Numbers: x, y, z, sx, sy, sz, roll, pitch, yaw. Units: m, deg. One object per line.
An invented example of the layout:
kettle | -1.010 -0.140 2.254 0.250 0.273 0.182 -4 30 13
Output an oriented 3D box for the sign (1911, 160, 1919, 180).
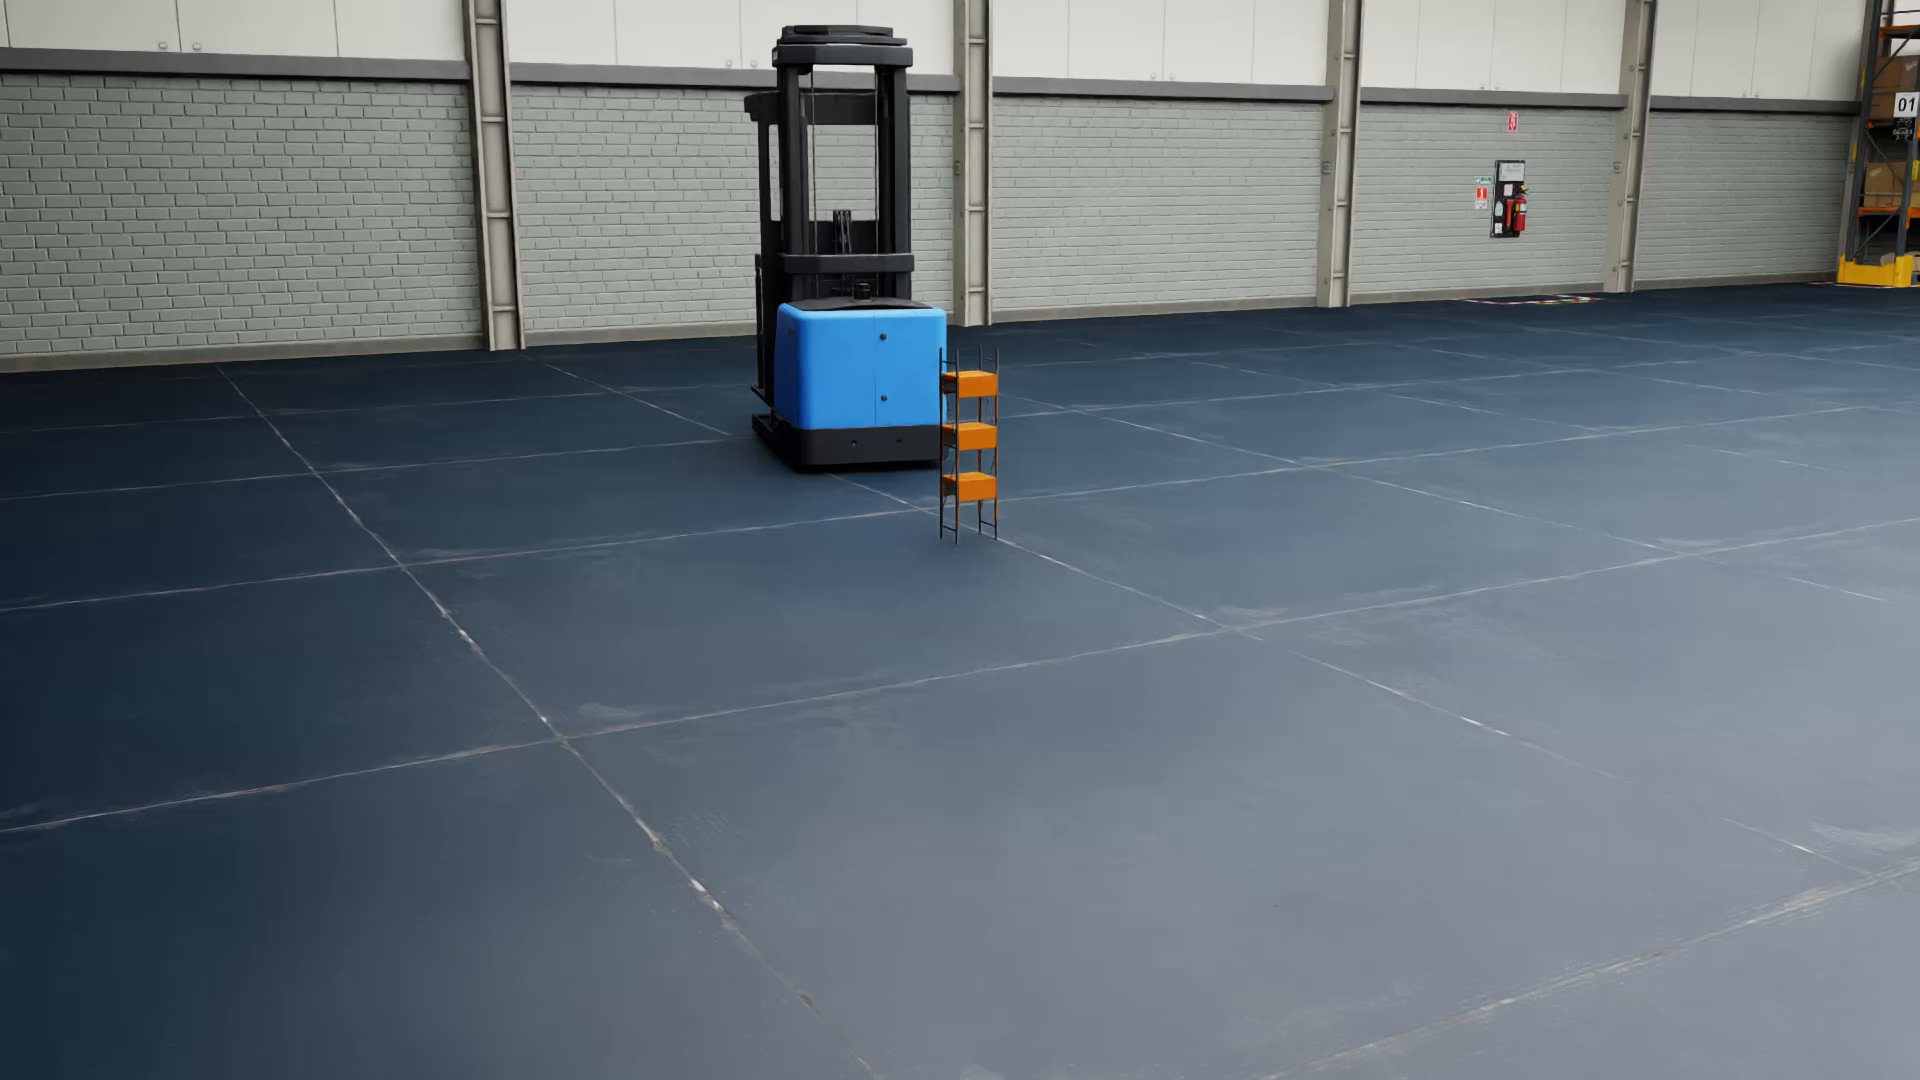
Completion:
sign | 16.022 -6.210 27.899 0.005 0.325 0.100 -7 14 -28

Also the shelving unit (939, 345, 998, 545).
shelving unit | 0.047 -0.518 9.019 0.252 1.050 0.215 -7 14 -28

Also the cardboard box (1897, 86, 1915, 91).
cardboard box | 16.175 -7.401 28.058 0.500 0.500 0.500 -6 14 -26

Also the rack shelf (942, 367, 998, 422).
rack shelf | 0.047 -0.784 8.959 0.240 0.259 0.215 -7 14 -28

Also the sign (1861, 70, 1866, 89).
sign | 15.514 -7.897 28.517 0.005 0.325 0.100 -7 14 -28

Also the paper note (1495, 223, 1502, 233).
paper note | 8.320 -4.814 25.672 0.142 0.148 0.016 -7 14 -28

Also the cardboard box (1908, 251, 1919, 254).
cardboard box | 16.913 -4.910 29.218 0.500 0.311 0.500 -6 14 -23

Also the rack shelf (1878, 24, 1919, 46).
rack shelf | 17.517 -8.677 28.814 4.000 0.370 1.077 -7 14 -28

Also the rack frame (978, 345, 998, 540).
rack frame | 0.154 -0.531 9.076 0.008 1.050 0.200 -7 14 -28

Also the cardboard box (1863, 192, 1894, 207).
cardboard box | 16.079 -5.915 28.857 0.500 0.250 0.500 -7 14 -27

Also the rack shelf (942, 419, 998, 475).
rack shelf | 0.047 -0.507 9.021 0.240 0.259 0.215 -7 14 -28

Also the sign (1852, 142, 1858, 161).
sign | 15.514 -6.720 28.782 0.005 0.325 0.100 -7 14 -28

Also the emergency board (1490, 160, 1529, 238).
emergency board | 8.508 -5.249 25.599 0.643 1.169 0.194 -7 14 -28

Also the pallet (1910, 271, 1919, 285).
pallet | 16.559 -4.618 29.150 1.213 0.211 1.003 -7 14 -28

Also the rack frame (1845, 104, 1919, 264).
rack frame | 15.762 -5.892 28.459 0.127 3.000 1.000 -7 14 -28

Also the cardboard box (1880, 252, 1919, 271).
cardboard box | 16.412 -4.850 28.952 0.500 0.311 0.500 -9 15 -34

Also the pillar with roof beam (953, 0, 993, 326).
pillar with roof beam | 2.225 -6.336 16.767 0.400 9.000 9.100 -7 14 -28

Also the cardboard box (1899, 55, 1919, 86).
cardboard box | 16.216 -7.896 27.979 0.500 0.500 0.500 -8 15 -32

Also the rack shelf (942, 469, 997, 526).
rack shelf | 0.047 -0.236 9.082 0.240 0.259 0.215 -7 14 -28

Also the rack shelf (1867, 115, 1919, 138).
rack shelf | 17.517 -7.215 29.143 4.000 0.370 1.077 -7 14 -28

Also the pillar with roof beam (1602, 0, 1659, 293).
pillar with roof beam | 12.758 -7.598 22.377 0.400 9.000 9.100 -7 14 -28

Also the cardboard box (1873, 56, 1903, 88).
cardboard box | 16.015 -7.998 28.432 0.500 0.500 0.500 -6 14 -25

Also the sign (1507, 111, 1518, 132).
sign | 8.453 -6.398 25.426 0.199 0.298 0.001 -7 14 -28

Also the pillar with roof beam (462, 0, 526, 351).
pillar with roof beam | -3.041 -5.705 13.963 0.400 9.000 9.100 -7 14 -28

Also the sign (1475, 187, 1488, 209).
sign | 7.973 -5.228 25.425 0.234 0.329 0.001 -7 14 -28

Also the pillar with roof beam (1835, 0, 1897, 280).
pillar with roof beam | 18.025 -8.230 25.182 0.400 9.000 9.100 -7 14 -28

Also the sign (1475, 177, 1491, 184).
sign | 7.982 -5.485 25.362 0.331 0.109 0.001 -7 14 -28

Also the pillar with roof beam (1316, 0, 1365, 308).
pillar with roof beam | 7.492 -6.967 19.572 0.400 9.000 9.100 -7 14 -28

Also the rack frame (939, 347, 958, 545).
rack frame | -0.060 -0.505 8.962 0.008 1.050 0.200 -7 14 -28

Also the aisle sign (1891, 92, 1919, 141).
aisle sign | 15.843 -7.095 27.883 0.004 0.787 0.394 -7 14 -28

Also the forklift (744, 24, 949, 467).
forklift | -0.956 -2.199 12.204 1.130 2.935 3.031 -3 13 -15

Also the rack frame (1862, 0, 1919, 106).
rack frame | 15.762 -8.819 27.800 0.127 3.000 1.000 -7 14 -28

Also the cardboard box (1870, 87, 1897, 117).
cardboard box | 16.007 -7.507 28.528 0.500 0.500 0.500 -6 14 -24

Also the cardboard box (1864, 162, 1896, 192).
cardboard box | 16.074 -6.285 28.793 0.500 0.500 0.500 -7 14 -28

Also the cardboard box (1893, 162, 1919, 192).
cardboard box | 16.325 -6.187 28.356 0.500 0.500 0.500 -7 14 -28

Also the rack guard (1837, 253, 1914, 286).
rack guard | 15.829 -4.681 28.769 0.348 0.500 1.175 -7 14 -28

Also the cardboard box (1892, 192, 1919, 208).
cardboard box | 16.342 -5.819 28.429 0.500 0.250 0.500 -7 15 -29

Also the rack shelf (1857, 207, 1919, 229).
rack shelf | 17.517 -5.752 29.473 4.000 0.370 1.077 -7 14 -28
